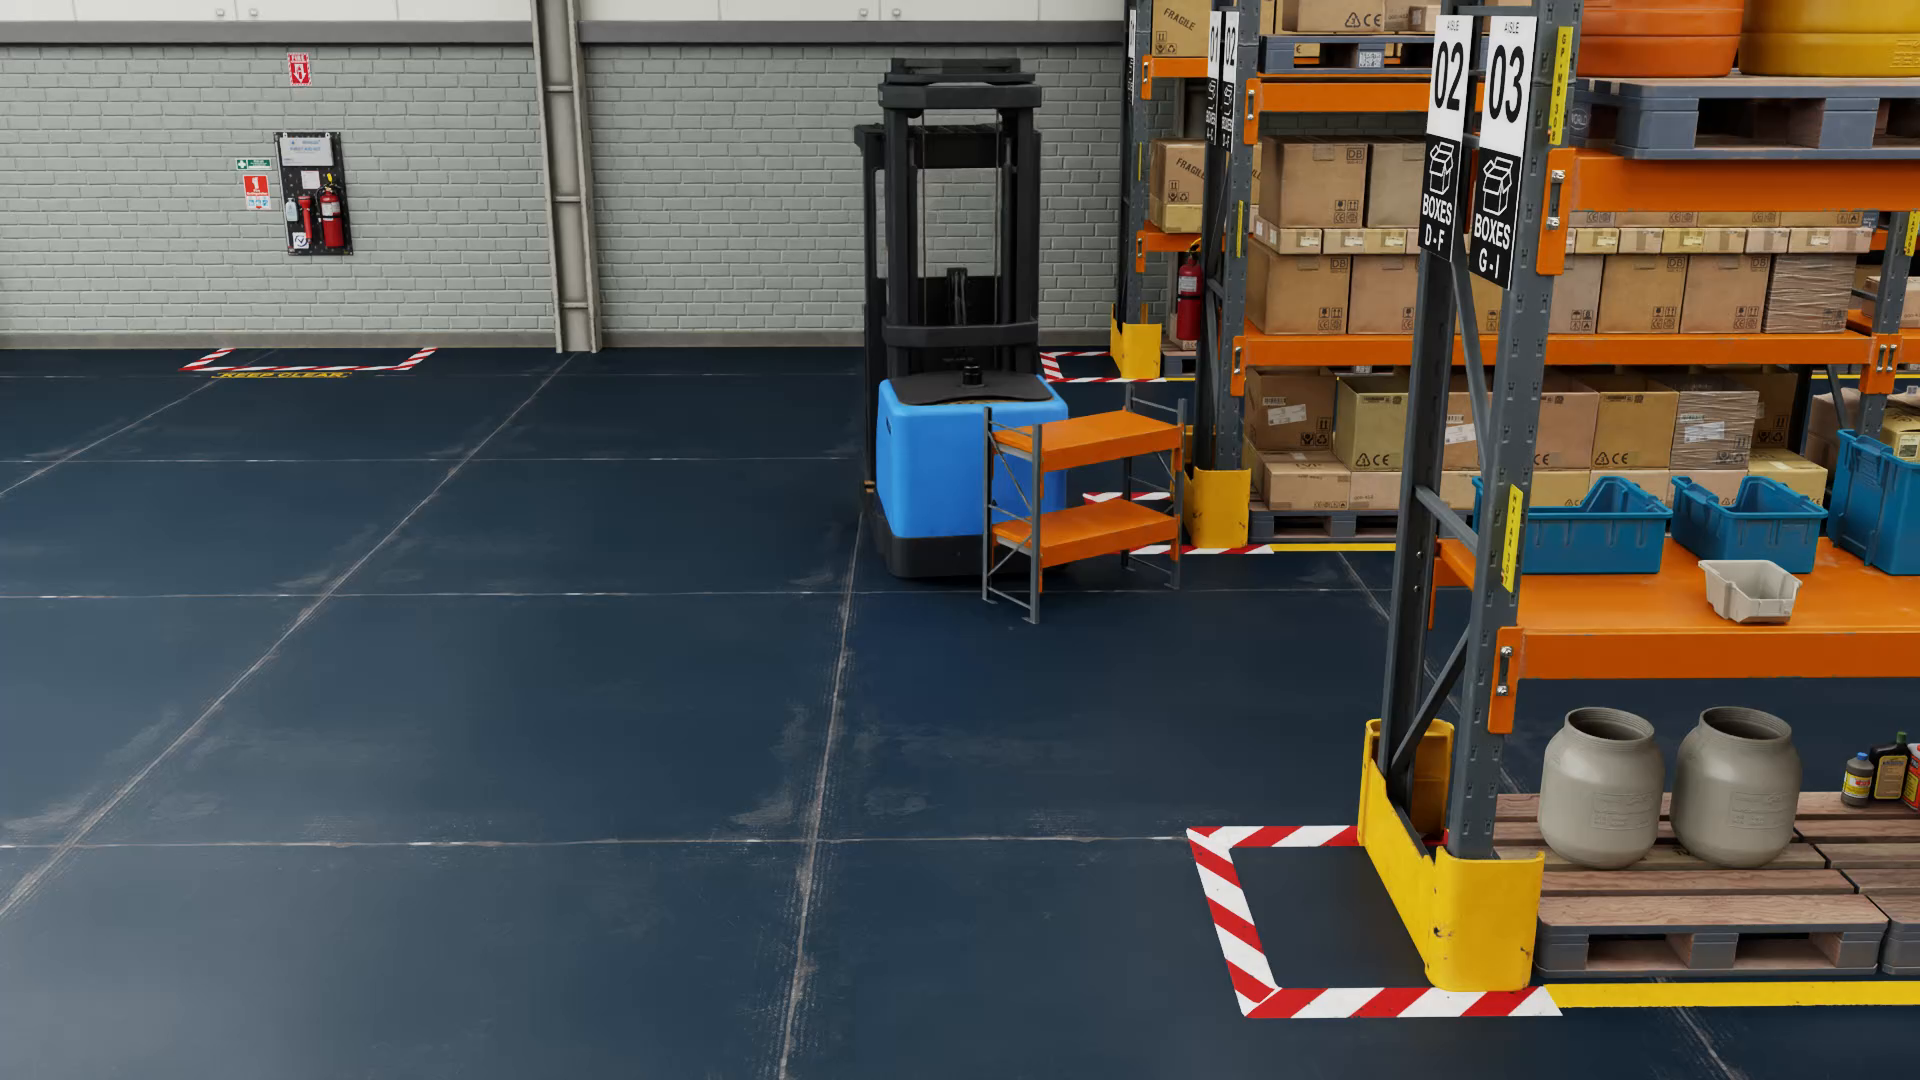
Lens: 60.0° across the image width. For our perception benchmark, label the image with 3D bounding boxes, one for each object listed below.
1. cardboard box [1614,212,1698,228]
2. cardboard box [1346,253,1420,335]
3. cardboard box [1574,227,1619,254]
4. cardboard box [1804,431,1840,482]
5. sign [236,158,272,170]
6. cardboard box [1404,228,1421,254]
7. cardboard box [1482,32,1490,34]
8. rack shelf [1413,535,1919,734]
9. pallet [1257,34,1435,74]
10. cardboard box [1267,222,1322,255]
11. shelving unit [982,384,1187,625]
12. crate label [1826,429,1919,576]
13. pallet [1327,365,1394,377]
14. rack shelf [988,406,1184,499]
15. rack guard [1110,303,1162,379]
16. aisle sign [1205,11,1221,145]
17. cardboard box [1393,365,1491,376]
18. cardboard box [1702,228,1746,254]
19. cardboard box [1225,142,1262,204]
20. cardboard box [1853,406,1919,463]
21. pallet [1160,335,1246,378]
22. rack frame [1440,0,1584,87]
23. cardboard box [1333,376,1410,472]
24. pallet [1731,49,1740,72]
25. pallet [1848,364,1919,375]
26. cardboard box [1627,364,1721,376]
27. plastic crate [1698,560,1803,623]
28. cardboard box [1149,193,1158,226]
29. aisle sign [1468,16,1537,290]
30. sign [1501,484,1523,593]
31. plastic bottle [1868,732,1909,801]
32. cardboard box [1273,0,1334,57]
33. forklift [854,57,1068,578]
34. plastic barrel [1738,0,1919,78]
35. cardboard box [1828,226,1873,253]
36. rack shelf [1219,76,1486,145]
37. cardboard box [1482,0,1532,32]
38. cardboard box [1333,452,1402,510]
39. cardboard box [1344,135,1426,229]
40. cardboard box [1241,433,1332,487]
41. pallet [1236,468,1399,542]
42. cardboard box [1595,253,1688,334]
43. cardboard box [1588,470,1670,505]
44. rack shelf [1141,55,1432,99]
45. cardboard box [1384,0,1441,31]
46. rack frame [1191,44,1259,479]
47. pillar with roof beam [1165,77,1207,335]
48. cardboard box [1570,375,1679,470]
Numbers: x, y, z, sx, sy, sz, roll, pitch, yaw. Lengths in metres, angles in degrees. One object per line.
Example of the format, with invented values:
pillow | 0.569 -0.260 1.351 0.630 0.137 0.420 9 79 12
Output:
cardboard box | 4.196 -2.229 10.299 0.500 0.500 0.700 0 18 -1
cardboard box | 2.638 -1.604 10.473 0.500 0.500 0.700 0 18 1
cardboard box | 3.842 -1.855 10.194 0.250 0.149 0.380 0 18 1
cardboard box | 6.055 -0.554 11.179 0.500 0.250 0.500 0 18 -1
sign | -6.770 -3.601 15.936 0.331 0.109 0.001 0 18 -1
cardboard box | 2.807 -1.850 10.178 0.250 0.149 0.380 -1 18 -2
cardboard box | 4.557 -4.495 14.543 0.500 0.500 0.500 -2 18 -6
rack shelf | 3.720 0.292 5.905 4.000 0.370 1.077 0 18 -1
pallet | 2.353 -2.936 10.022 1.213 0.211 1.003 0 18 -1
cardboard box | 2.042 -1.847 10.168 0.250 0.149 0.380 0 18 -1
shelving unit | 0.701 -0.224 9.404 1.048 1.125 0.538 -12 21 -32
crate label | 3.556 -0.149 6.045 0.616 0.435 0.502 0 18 -1
pallet | 3.670 -1.738 15.619 1.213 0.211 1.003 0 18 -1
rack shelf | 0.701 -0.503 9.315 1.000 0.278 0.538 -12 21 -32
rack guard | 1.640 -1.877 15.580 0.348 0.500 1.175 0 18 -1
aisle sign | 1.576 -2.881 10.363 0.004 0.787 0.394 0 18 -1
cardboard box | 3.177 -0.904 11.043 0.500 0.500 0.500 0 18 -1
cardboard box | 4.605 -1.859 10.206 0.250 0.149 0.380 0 18 -1
cardboard box | 2.540 -3.272 14.822 0.500 0.500 0.500 0 18 -1
cardboard box | 6.063 -0.657 10.580 0.500 0.311 0.500 0 18 -1
pallet | 2.453 -1.733 15.603 1.213 0.211 1.003 0 18 -1
rack frame | 1.720 -2.898 4.849 0.127 3.000 1.000 0 18 -1
cardboard box | 2.686 -0.739 10.528 0.500 0.500 0.500 0 18 -1
pallet | 4.793 -2.947 10.059 1.213 0.211 1.003 0 18 -1
pallet | 8.782 -1.774 15.733 1.213 0.211 1.003 0 18 -1
cardboard box | 4.677 -0.910 11.059 0.500 0.500 0.500 0 18 -1
plastic crate | 2.620 0.178 5.512 0.250 0.136 0.298 0 18 -1
cardboard box | 2.028 -3.066 15.409 0.500 0.250 0.500 0 18 0
aisle sign | 1.653 -1.189 5.088 0.004 0.787 0.394 0 18 -1
sign | 1.725 -0.005 5.199 0.005 0.325 0.100 0 18 -1
plastic bottle | 3.666 0.894 6.577 0.133 0.283 0.061 0 18 0
cardboard box | 2.959 -4.473 14.474 0.500 0.500 0.500 1 18 2
forklift | -0.084 -1.584 10.688 1.130 2.935 3.031 -3 18 -8
plastic barrel | 2.858 -1.803 5.352 0.600 0.588 0.600 0 18 0
cardboard box | 5.377 -1.863 10.219 0.250 0.149 0.380 0 18 -1
rack shelf | 3.646 -2.649 10.163 4.000 0.370 1.077 0 18 -1
cardboard box | 3.311 -3.221 9.687 0.500 0.500 0.500 0 18 -1
cardboard box | 2.686 -0.383 10.644 0.500 0.250 0.500 0 18 -1
cardboard box | 2.692 -2.222 10.276 0.500 0.500 0.700 -1 18 -2
cardboard box | 2.177 -0.537 11.126 0.500 0.250 0.500 0 18 -1
pallet | 2.410 -0.243 10.958 1.213 0.211 1.003 0 18 -1
cardboard box | 4.173 -1.611 10.495 0.500 0.500 0.700 0 18 0
cardboard box | 4.185 -0.389 10.662 0.500 0.250 0.500 0 18 -1
rack shelf | 3.564 -4.162 14.879 4.000 0.370 1.077 0 18 -1
cardboard box | 2.793 -3.264 10.229 0.500 0.250 0.500 0 18 -1
rack frame | 1.646 -1.554 10.481 0.127 3.000 1.000 0 18 -1
pillar with roof beam | 2.318 -4.876 11.016 0.400 9.000 9.100 0 18 -1
cardboard box | 4.185 -0.750 10.560 0.500 0.500 0.500 0 18 -1
